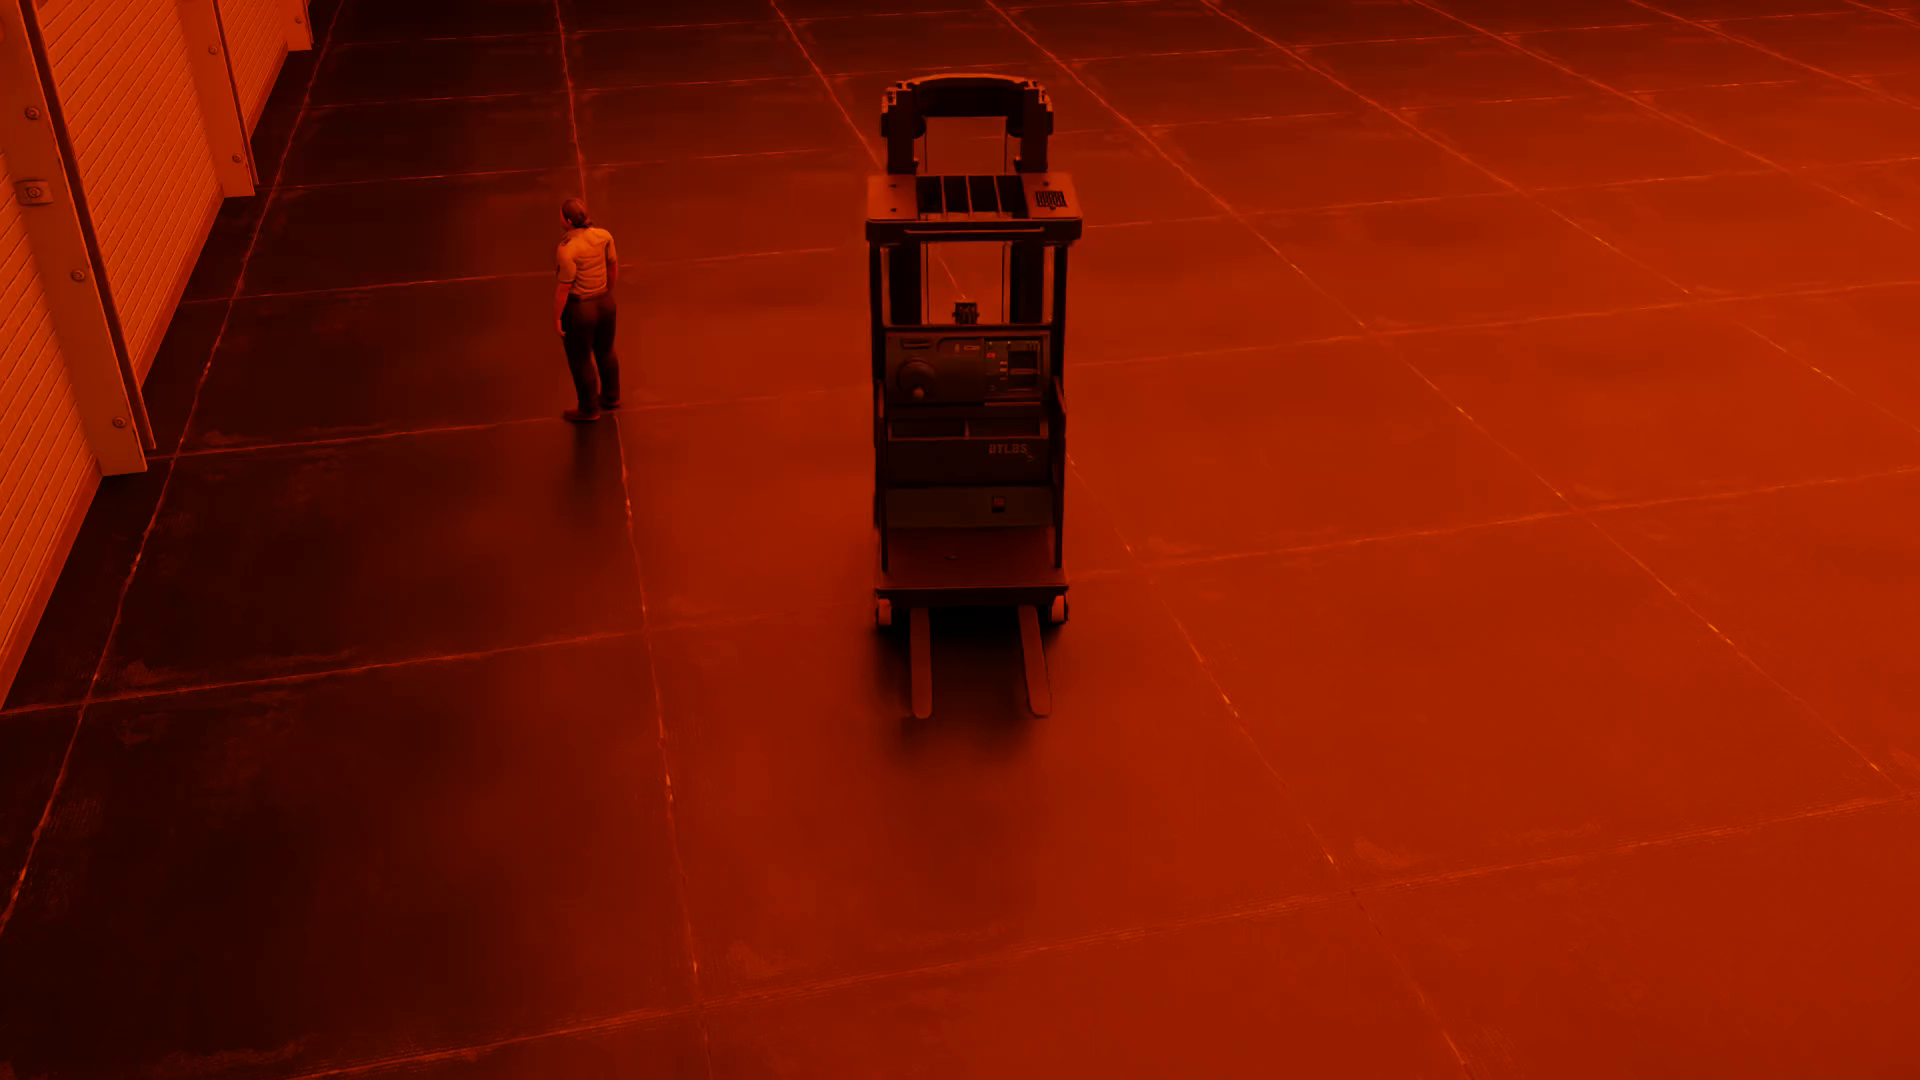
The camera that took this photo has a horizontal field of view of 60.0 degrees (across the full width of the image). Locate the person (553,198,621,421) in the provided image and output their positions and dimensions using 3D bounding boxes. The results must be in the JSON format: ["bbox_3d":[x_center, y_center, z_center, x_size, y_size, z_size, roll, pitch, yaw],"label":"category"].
[{"bbox_3d":[-2.667,-1.624,11.662,0.475,1.661,0.573,20,36,31],"label":"person"}]

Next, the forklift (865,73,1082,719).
[{"bbox_3d":[0.054,-0.931,9.183,1.130,2.935,3.031,-1,30,-2],"label":"forklift"}]
